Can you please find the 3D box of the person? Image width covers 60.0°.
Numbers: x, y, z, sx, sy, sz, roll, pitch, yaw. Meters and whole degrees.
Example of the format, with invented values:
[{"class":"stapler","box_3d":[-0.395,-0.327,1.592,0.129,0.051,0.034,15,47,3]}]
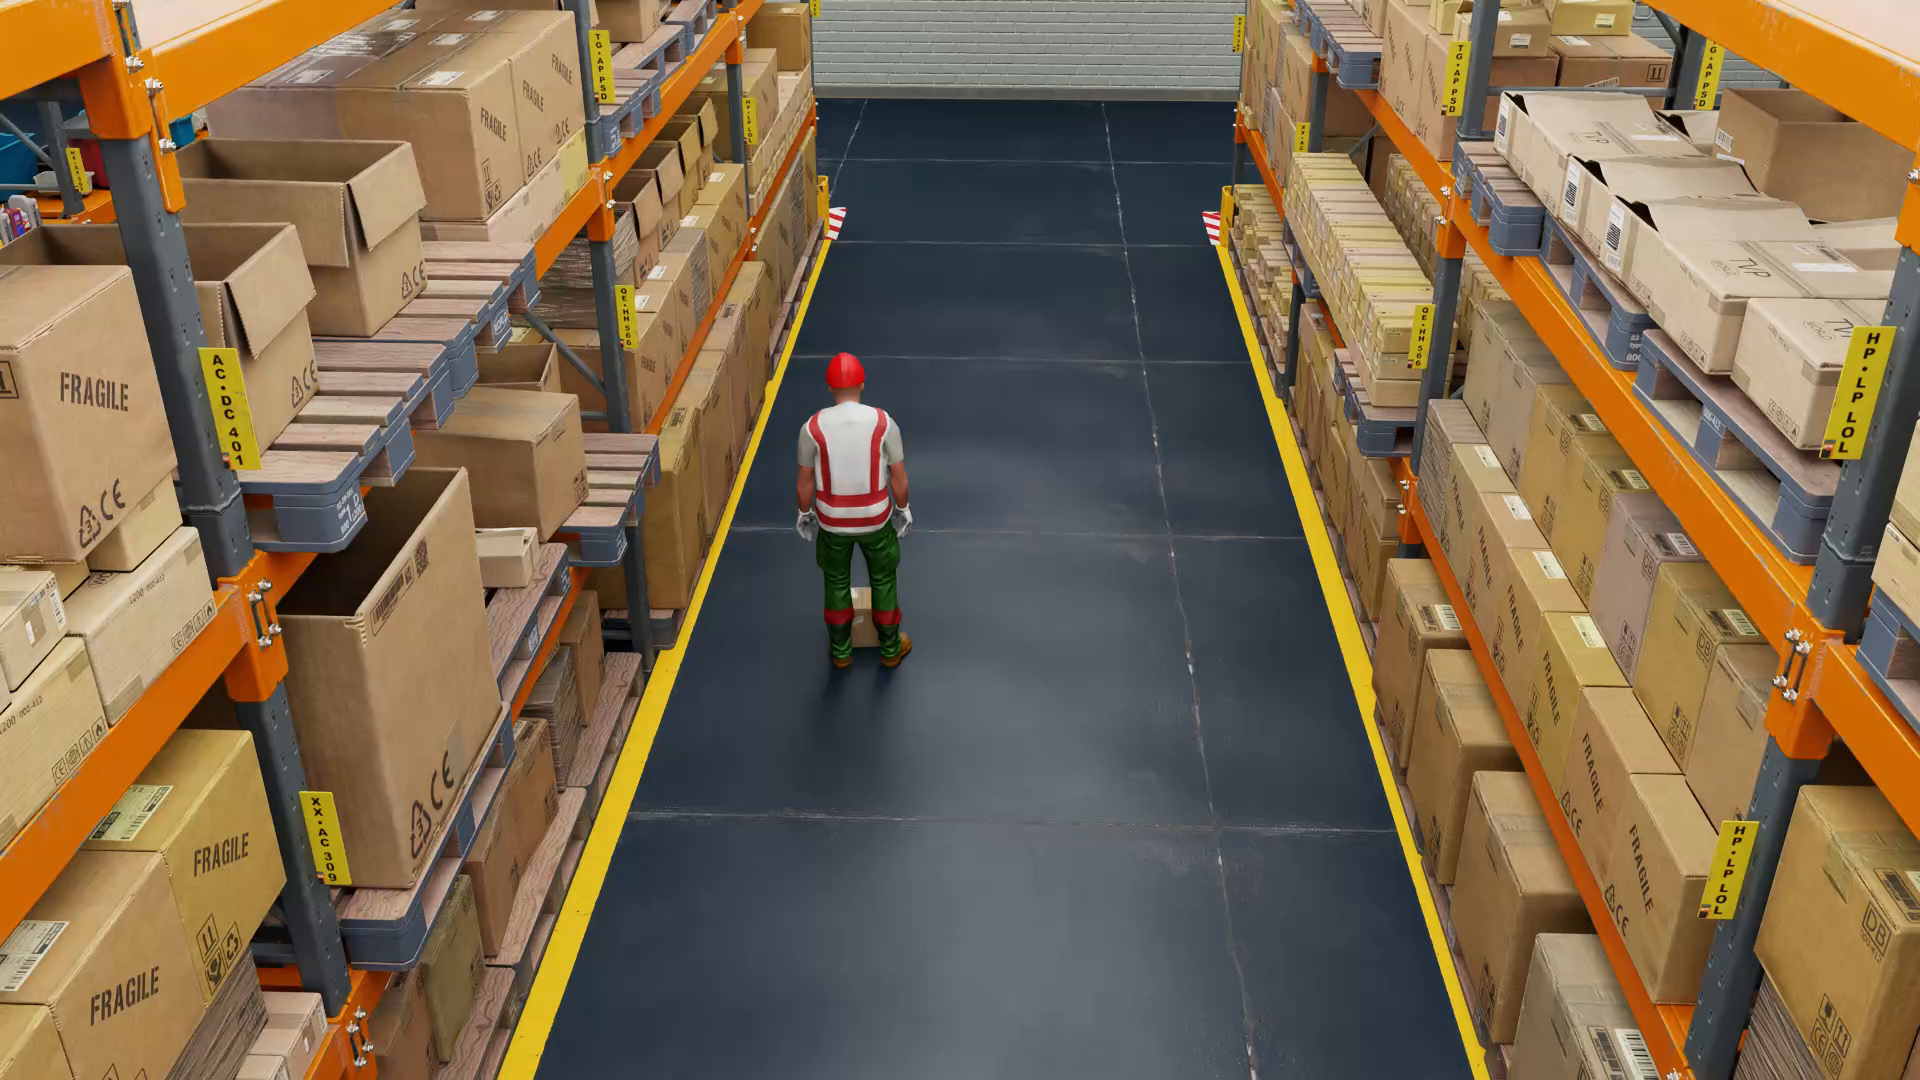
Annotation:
[{"class":"person","box_3d":[-0.565,-0.135,8.861,0.619,1.779,0.450,-1,28,-2]}]
